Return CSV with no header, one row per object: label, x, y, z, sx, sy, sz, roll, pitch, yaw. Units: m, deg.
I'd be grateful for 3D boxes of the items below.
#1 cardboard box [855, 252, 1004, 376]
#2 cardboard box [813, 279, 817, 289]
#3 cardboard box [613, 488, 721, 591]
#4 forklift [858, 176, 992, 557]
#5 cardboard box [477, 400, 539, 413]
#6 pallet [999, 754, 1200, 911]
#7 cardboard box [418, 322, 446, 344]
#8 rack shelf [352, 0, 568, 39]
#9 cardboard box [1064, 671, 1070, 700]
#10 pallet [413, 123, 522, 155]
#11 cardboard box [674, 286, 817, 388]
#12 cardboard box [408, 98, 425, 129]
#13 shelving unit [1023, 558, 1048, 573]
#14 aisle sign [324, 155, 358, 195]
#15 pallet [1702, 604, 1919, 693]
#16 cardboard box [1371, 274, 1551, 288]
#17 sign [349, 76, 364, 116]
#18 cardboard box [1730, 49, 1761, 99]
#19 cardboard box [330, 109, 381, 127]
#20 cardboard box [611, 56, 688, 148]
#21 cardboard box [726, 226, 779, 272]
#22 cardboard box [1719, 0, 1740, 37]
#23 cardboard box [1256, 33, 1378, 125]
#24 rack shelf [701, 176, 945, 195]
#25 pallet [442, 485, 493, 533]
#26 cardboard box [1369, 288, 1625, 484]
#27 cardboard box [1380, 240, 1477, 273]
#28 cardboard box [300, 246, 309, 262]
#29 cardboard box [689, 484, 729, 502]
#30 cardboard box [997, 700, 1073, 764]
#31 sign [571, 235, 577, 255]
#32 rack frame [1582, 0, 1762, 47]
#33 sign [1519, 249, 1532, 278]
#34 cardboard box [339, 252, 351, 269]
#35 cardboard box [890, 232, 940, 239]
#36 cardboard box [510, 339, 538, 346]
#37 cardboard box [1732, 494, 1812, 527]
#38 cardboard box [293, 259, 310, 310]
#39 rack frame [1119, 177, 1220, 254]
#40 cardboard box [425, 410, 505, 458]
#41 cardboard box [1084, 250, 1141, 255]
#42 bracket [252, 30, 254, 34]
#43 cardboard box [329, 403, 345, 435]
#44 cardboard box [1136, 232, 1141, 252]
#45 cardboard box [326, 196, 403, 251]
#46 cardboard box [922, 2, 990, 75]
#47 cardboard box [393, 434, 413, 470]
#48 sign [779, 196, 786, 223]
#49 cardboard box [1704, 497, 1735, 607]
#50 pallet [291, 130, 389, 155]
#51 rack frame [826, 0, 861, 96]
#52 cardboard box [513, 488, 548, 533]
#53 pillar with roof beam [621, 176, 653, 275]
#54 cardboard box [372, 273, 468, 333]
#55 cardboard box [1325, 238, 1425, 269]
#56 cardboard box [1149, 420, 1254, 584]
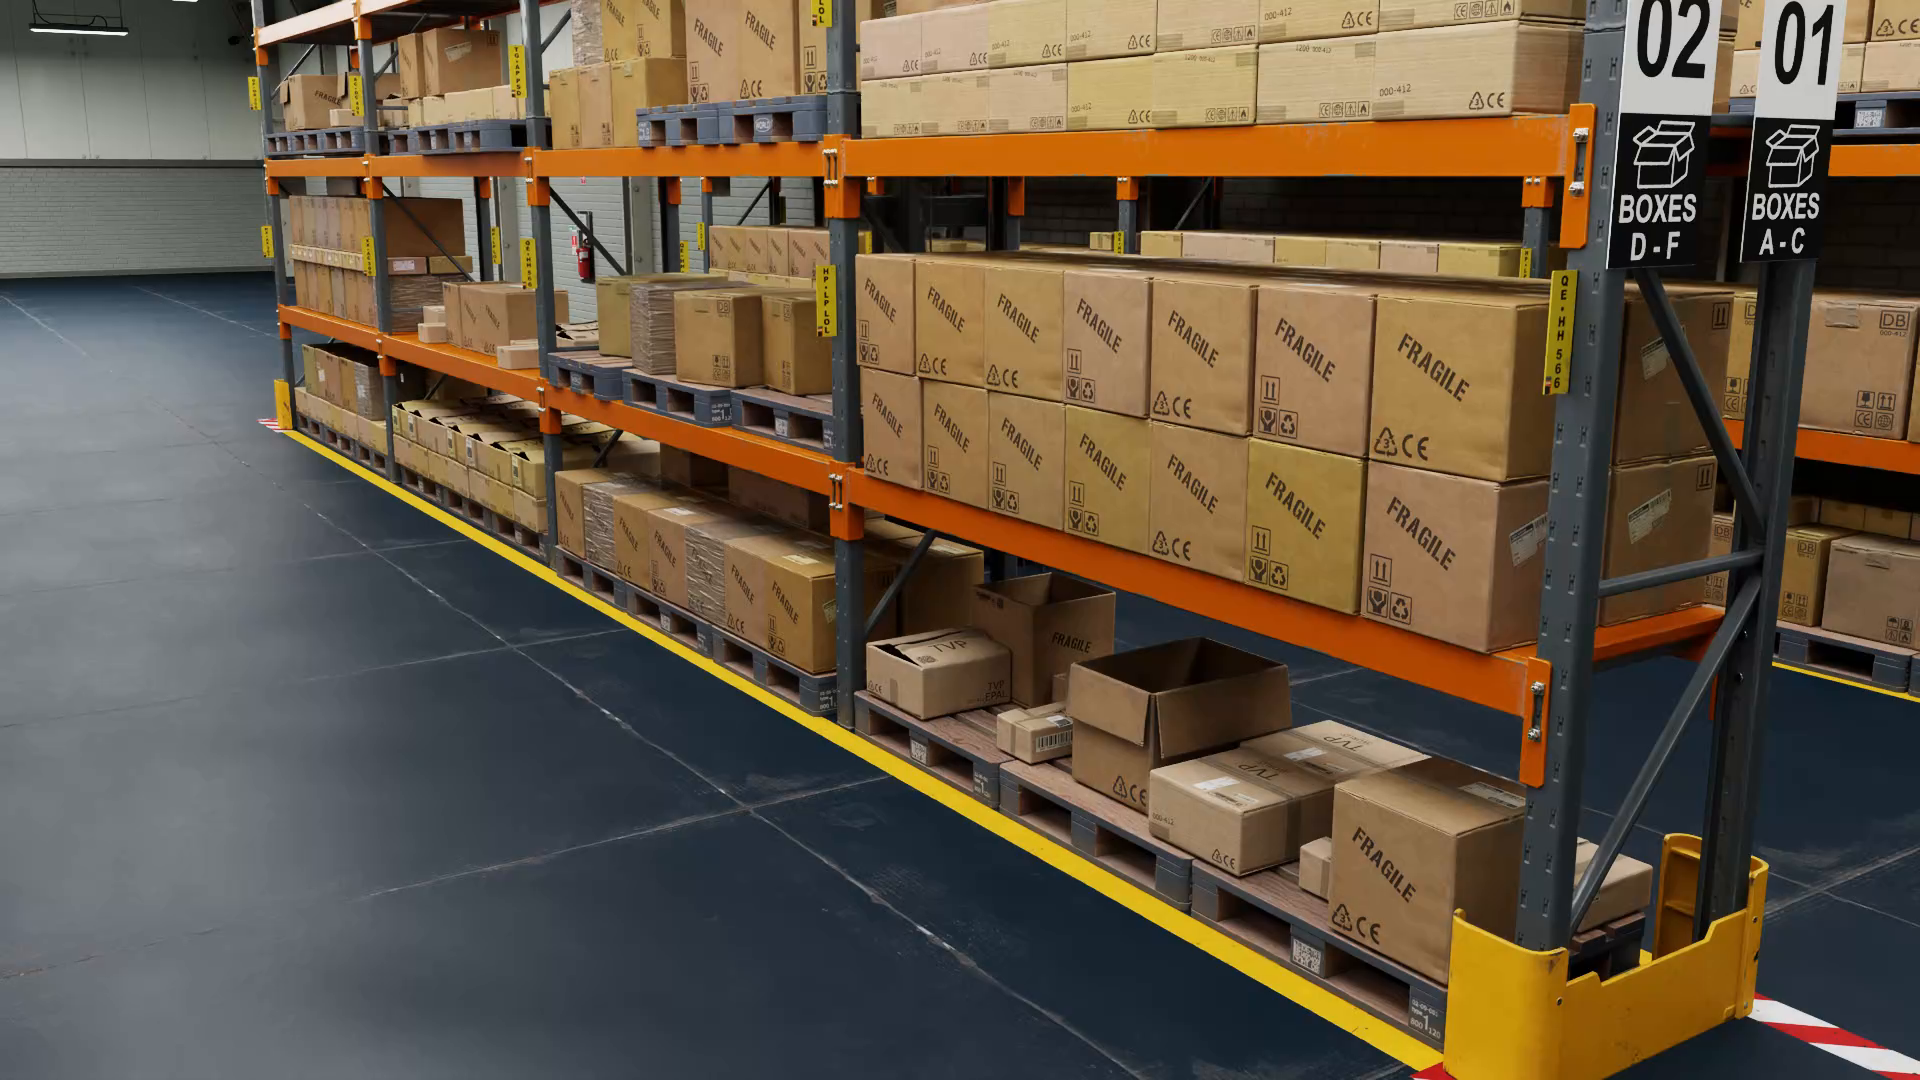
cardboard box,-0.128,-1.022,7.440,0.500,0.500,0.500,-8,14,-31
cardboard box,-1.250,-2.686,17.928,0.500,0.250,0.500,-8,15,-33
cardboard box,-1.789,-0.010,10.208,0.500,0.500,0.500,-8,15,-34
forklift,-0.193,-1.559,12.630,1.130,2.935,3.031,-4,13,-18
cardboard box,-3.831,-1.031,14.194,0.500,0.311,0.500,-8,14,-31
pallet,0.904,1.100,6.839,1.003,0.211,1.213,-8,15,-33
cardboard box,-4.267,-1.720,13.795,0.380,0.149,0.250,-8,15,-33
rack shelf,-3.480,-4.053,12.452,1.077,0.370,4.000,-8,15,-33
cardboard box,0.812,0.698,7.414,0.500,0.311,0.500,-8,15,-33
pallet,-3.444,-2.995,12.457,1.003,0.211,1.213,-7,14,-30
cardboard box,-1.186,-1.163,9.441,0.500,0.500,0.700,11,16,41
cardboard box,-4.254,-3.511,13.744,0.500,0.250,0.500,-6,14,-27
shelving unit,0.585,-0.394,11.354,0.258,1.200,0.189,-12,17,-43
aisle sign,-6.596,-4.053,17.787,0.394,0.787,0.004,-8,15,-33
pallet,5.003,0.535,9.422,1.003,0.211,1.213,-8,15,-33
cardboard box,1.739,-0.630,5.647,0.500,0.500,0.500,-8,15,-32
sign,-5.049,-3.715,13.914,0.100,0.325,0.005,-8,15,-33
cardboard box,4.400,-2.589,9.291,0.500,0.250,0.500,-8,15,-34
cardboard box,-5.484,-3.823,15.079,0.380,0.149,0.250,-8,15,-33
cardboard box,-1.531,-2.571,9.841,0.910,0.500,0.500,-8,15,-33
cardboard box,-2.402,-3.416,19.512,0.500,0.500,0.500,-8,15,-33
cardboard box,1.993,-1.649,5.041,0.500,0.250,0.500,-8,15,-33
cardboard box,1.289,-1.433,5.223,0.500,0.250,0.500,-8,15,-33
rack shelf,-1.574,-4.081,18.667,1.077,0.370,4.000,-8,15,-33
pallet,-3.467,-0.319,13.326,1.003,0.211,1.213,-8,15,-33
cardboard box,1.585,-0.475,4.936,0.500,0.500,0.500,-8,15,-33
cardboard box,3.220,-1.904,11.315,0.500,0.250,0.500,-8,15,-32
cardboard box,-6.480,-2.915,16.920,0.380,0.149,0.250,-8,15,-33
cardboard box,-1.371,-0.077,10.512,0.500,0.500,0.500,-9,15,-35
cardboard box,0.385,0.820,7.192,0.380,0.166,0.250,-8,15,-33
sign,-6.456,-4.940,27.847,0.001,0.329,0.234,-8,15,-33
rack frame,2.061,-2.821,4.199,1.000,3.000,0.127,-8,15,-33
sign,3.520,-1.650,10.361,0.100,0.325,0.005,-8,15,-33
cardboard box,-5.619,-2.640,15.658,0.380,0.149,0.250,-8,14,-31
cardboard box,-0.552,-3.023,17.713,0.500,0.500,0.500,-9,15,-34
cardboard box,-3.125,-1.411,12.380,0.380,0.149,0.250,-7,14,-29
cardboard box,4.623,-0.169,9.465,0.380,0.149,0.250,-9,15,-34
cardboard box,-6.556,-2.700,17.455,0.700,0.500,0.500,-8,15,-33
rack frame,1.750,-1.900,14.031,1.000,3.000,0.127,-8,15,-33
cardboard box,-4.005,-0.876,13.487,0.500,0.311,0.500,-9,15,-35
cardboard box,1.482,-2.247,14.350,0.700,0.500,0.500,-10,16,-39
bracket,-18.261,-13.210,43.278,0.235,0.232,0.430,-8,15,-33
cardboard box,-5.862,-1.209,16.324,0.500,0.250,0.500,-8,15,-33
cardboard box,1.534,-2.539,14.168,0.380,0.149,0.250,-11,16,-40
cardboard box,-5.673,-3.053,16.032,0.700,0.500,0.500,-8,15,-33
cardboard box,0.186,-2.034,6.800,0.500,0.250,0.500,-8,15,-33
cardboard box,-4.570,-0.786,14.386,0.500,0.250,0.500,-9,15,-34
sign,-2.209,-4.105,20.663,0.100,0.325,0.005,-8,15,-33
cardboard box,4.571,0.062,9.926,0.700,0.500,0.500,-8,15,-33
pallet,-5.754,-3.812,15.959,1.003,0.211,1.213,-8,15,-33
rack frame,-0.155,-3.533,7.452,1.000,3.000,0.127,-8,15,-33
cardboard box,-2.866,-0.240,11.891,0.500,0.250,0.500,-8,15,-31
pillar with roof beam,-8.482,-6.789,22.344,9.100,9.000,0.400,-8,15,-33
cardboard box,-4.839,-2.152,14.946,0.700,0.500,0.500,-9,15,-34
cardboard box,2.937,-1.995,11.730,0.500,0.250,0.500,-8,15,-32
cardboard box,1.024,-0.168,5.875,0.500,0.500,0.500,-8,15,-32
